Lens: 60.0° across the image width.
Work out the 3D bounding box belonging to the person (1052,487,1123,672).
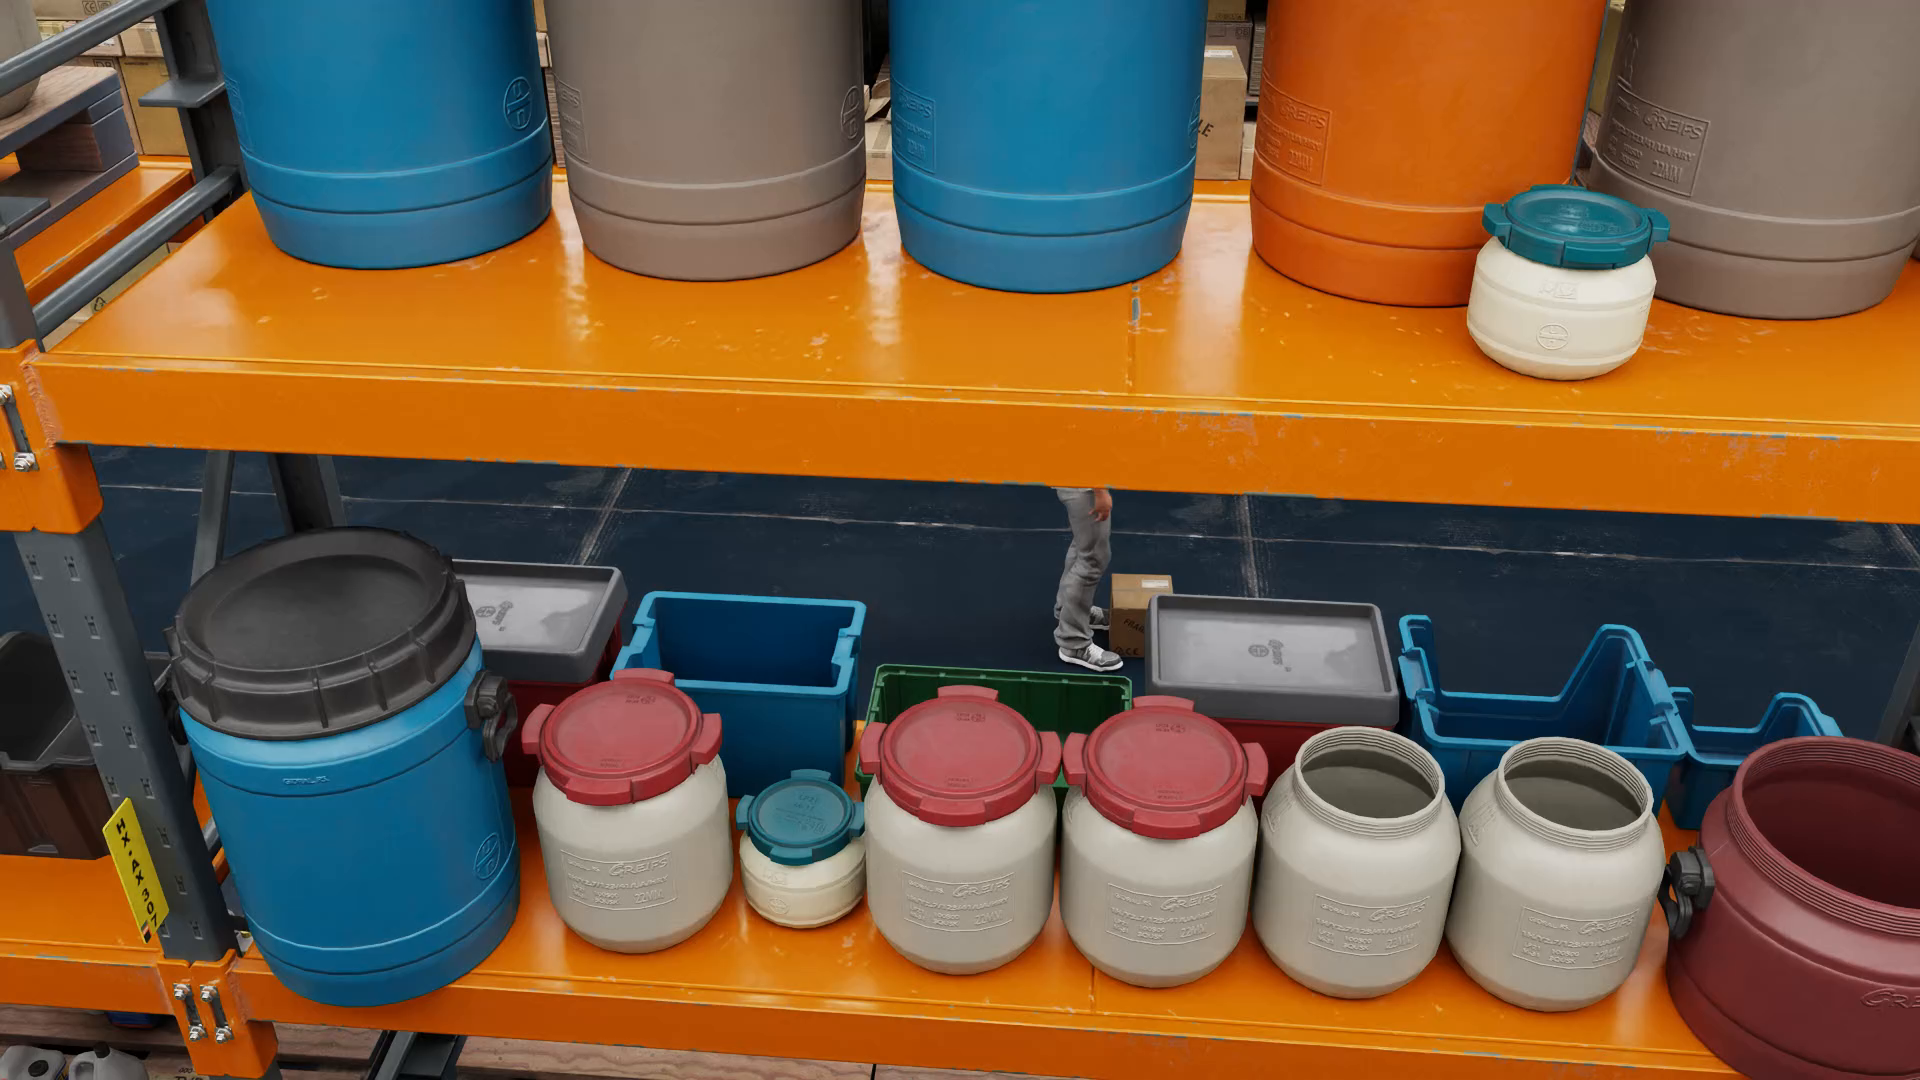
[{"bbox_3d":[0.514,-0.254,6.559,0.346,1.581,0.484,1,32,1],"label":"person"}]
